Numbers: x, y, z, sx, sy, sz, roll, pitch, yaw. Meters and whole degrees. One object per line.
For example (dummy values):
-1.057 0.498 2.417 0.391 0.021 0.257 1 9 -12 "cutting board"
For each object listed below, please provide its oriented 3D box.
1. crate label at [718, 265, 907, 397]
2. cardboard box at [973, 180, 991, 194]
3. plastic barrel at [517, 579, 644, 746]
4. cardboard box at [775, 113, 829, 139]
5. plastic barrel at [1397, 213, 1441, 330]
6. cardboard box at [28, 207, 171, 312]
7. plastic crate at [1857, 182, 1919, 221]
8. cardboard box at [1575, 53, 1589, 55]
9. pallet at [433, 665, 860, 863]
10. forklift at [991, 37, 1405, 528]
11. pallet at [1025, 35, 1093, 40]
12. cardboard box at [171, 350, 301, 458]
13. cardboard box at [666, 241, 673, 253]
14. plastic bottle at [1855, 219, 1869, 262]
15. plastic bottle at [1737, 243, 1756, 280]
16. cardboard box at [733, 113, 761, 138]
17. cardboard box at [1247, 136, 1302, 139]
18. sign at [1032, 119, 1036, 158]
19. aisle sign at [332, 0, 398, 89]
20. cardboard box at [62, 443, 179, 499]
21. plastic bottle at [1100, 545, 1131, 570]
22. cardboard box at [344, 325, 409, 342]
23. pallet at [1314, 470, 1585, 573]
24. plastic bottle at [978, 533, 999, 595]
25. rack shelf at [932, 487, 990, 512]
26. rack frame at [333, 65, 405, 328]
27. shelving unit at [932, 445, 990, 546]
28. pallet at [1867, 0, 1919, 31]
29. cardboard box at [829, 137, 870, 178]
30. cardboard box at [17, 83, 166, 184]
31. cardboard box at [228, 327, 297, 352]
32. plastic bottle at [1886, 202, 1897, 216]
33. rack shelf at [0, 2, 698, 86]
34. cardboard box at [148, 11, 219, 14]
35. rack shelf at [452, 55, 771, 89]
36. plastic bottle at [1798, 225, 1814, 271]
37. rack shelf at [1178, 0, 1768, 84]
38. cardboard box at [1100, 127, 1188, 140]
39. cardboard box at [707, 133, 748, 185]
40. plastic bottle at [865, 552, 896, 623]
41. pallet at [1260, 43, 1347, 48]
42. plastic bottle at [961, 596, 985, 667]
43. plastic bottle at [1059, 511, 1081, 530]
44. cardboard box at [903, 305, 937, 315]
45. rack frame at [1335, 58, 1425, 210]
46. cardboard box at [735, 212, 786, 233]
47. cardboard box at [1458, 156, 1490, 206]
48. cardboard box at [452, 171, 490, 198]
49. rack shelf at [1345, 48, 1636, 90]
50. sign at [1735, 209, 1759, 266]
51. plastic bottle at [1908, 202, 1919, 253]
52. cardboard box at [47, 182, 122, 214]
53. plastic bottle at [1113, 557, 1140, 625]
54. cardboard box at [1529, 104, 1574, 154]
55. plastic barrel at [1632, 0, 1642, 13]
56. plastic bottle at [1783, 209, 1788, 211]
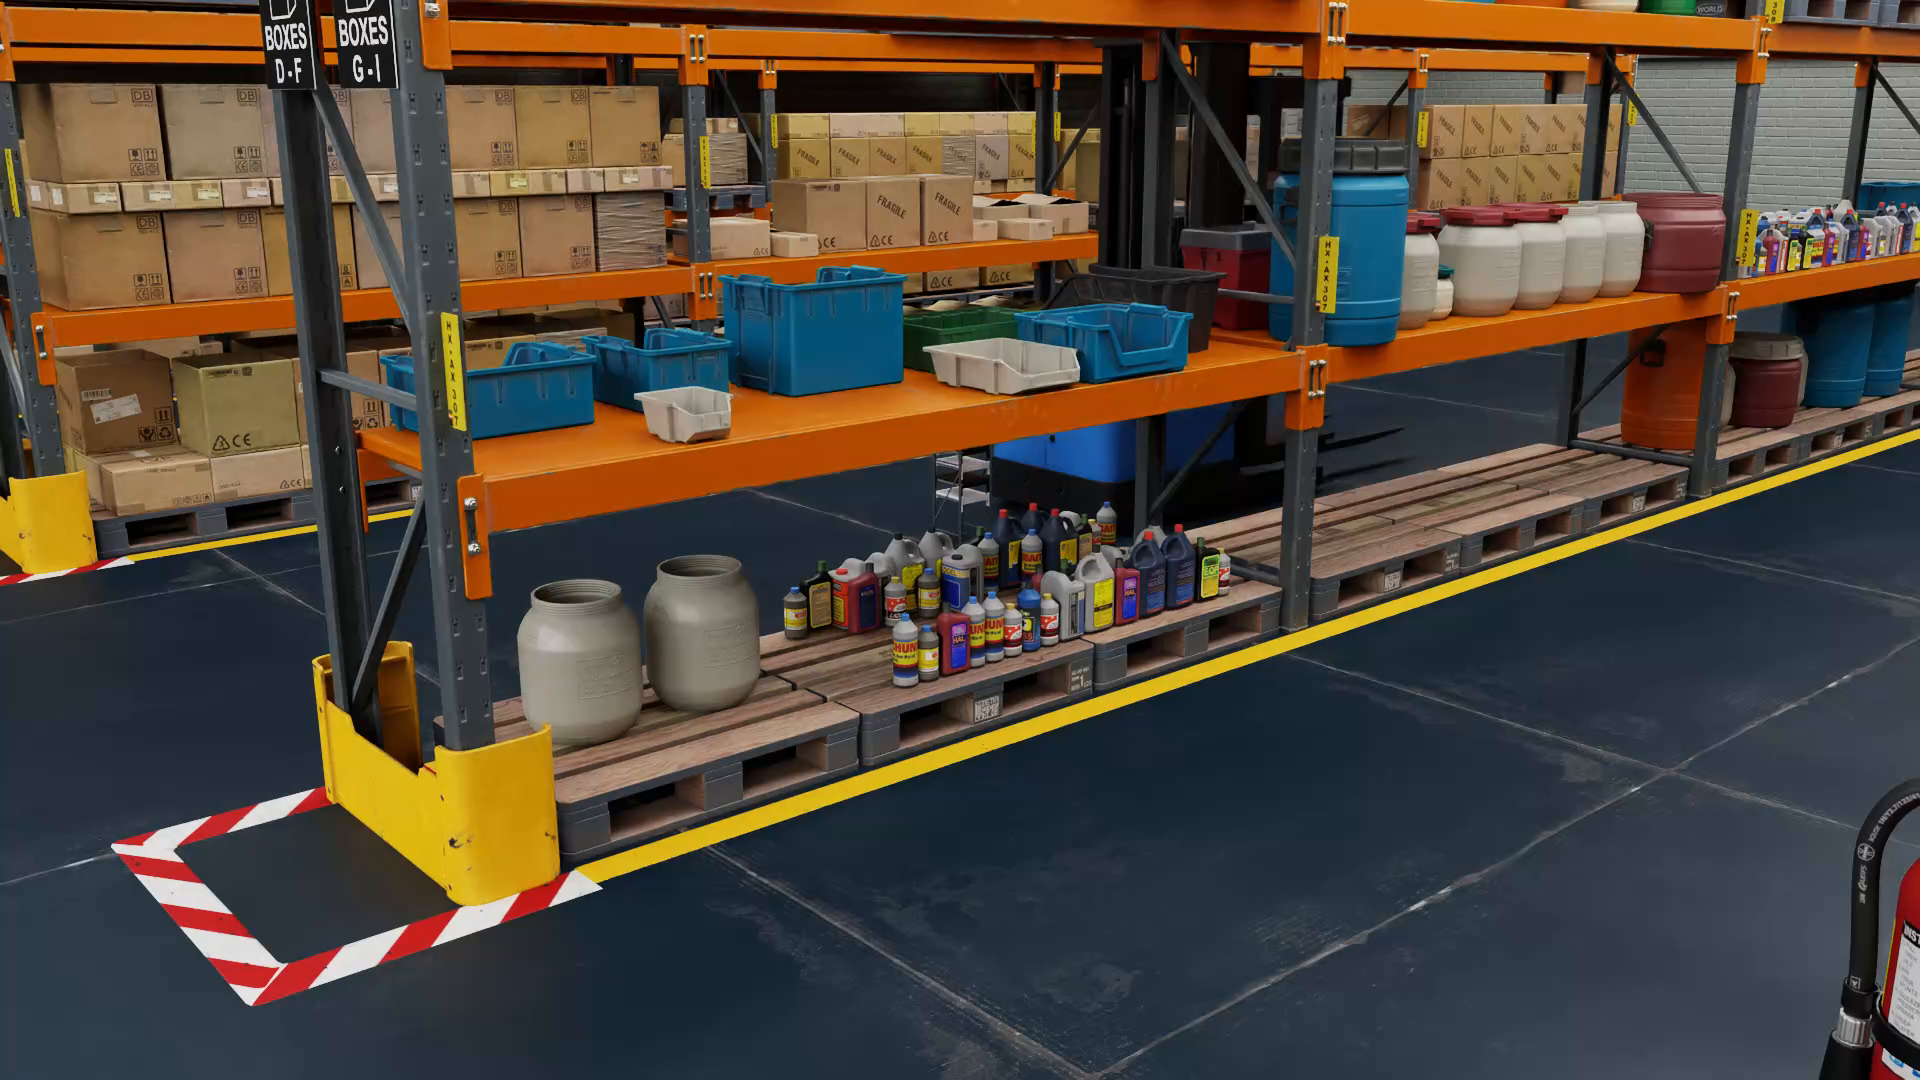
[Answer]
-0.569 -0.828 6.469 0.616 0.435 0.502 -13 19 -39 "crate label"
0.139 -4.045 19.030 0.250 0.149 0.380 -13 19 -39 "cardboard box"
-1.334 0.426 5.849 0.421 0.512 0.421 0 15 0 "plastic barrel"
-1.715 -4.326 17.371 0.500 0.250 0.500 -12 19 -38 "cardboard box"
2.103 -1.309 8.075 0.433 0.535 0.433 0 15 0 "plastic barrel"
-4.668 -1.536 8.995 0.500 0.500 0.700 -13 19 -39 "cardboard box"
7.401 -2.646 13.259 0.575 0.384 0.392 -13 19 -39 "plastic crate"
6.443 -5.278 17.674 0.500 0.250 0.500 -13 19 -39 "cardboard box"
-1.137 0.742 6.063 1.213 0.211 1.003 -13 19 -39 "pallet"
1.637 -1.775 10.214 3.031 2.935 1.130 -12 19 -39 "forklift"
0.553 -3.992 12.937 1.003 0.211 1.213 -12 19 -37 "pallet"
-4.102 -0.781 9.422 0.500 0.500 0.500 -13 19 -39 "cardboard box"
-3.228 -2.881 16.762 0.500 0.250 0.500 -12 19 -38 "cardboard box"
6.110 -2.036 11.285 0.133 0.283 0.061 -13 19 -39 "plastic bottle"
4.794 -1.752 10.238 0.135 0.276 0.152 -13 19 -39 "plastic bottle"
-2.076 -4.422 17.729 0.500 0.250 0.500 -12 19 -38 "cardboard box"
3.043 -3.530 15.645 0.500 0.500 0.700 -9 17 -31 "cardboard box"
0.643 -3.392 14.046 0.005 0.325 0.100 -13 19 -39 "sign"
-1.642 -1.633 4.514 0.004 0.787 0.394 -13 19 -39 "aisle sign"
-4.818 -0.434 9.578 0.500 0.250 0.500 -13 19 -39 "cardboard box"
0.680 0.152 7.292 0.135 0.276 0.152 -13 19 -39 "plastic bottle"
-3.697 -1.054 10.443 0.500 0.500 0.500 -13 19 -39 "cardboard box"
2.725 -0.125 9.310 1.213 0.211 1.003 -13 19 -39 "pallet"
0.127 0.102 7.491 0.097 0.271 0.097 0 15 0 "plastic bottle"
0.006 -0.230 9.194 0.200 0.077 0.258 -13 20 -39 "rack shelf"
-5.266 -3.053 14.866 0.127 3.000 1.000 -13 19 -39 "rack frame"
0.006 -0.436 9.139 0.210 0.900 0.258 -13 20 -39 "shelving unit"
5.892 -3.493 11.067 1.213 0.211 1.003 -13 19 -39 "pallet"
-1.313 -4.051 17.796 0.500 0.500 0.500 -12 19 -38 "cardboard box"
-4.628 -2.172 8.862 0.500 0.500 0.700 -13 19 -39 "cardboard box"
-6.023 -1.874 14.445 0.500 0.500 0.500 14 21 43 "cardboard box"
6.699 -2.264 12.010 0.185 0.351 0.144 -13 19 -39 "plastic bottle"
-3.520 -2.852 9.696 4.000 0.370 1.077 -13 19 -39 "rack shelf"
-6.267 -4.242 13.273 0.500 0.500 0.500 -14 20 -41 "cardboard box"
-3.757 -4.493 15.841 4.000 0.370 1.077 -13 19 -39 "rack shelf"
5.448 -1.887 10.728 0.133 0.283 0.061 -13 19 -39 "plastic bottle"
2.746 -2.565 8.620 4.000 0.370 1.077 -13 19 -39 "rack shelf"
2.286 -4.889 21.161 0.700 0.700 0.980 -14 20 -42 "cardboard box"
-2.596 -3.910 17.028 0.700 0.500 0.500 13 20 40 "cardboard box"
-0.369 0.200 7.116 0.135 0.276 0.152 -13 20 -41 "plastic bottle"
2.705 -4.530 14.947 1.003 0.211 1.213 -13 19 -39 "pallet"
0.051 0.355 6.544 0.097 0.271 0.097 0 15 0 "plastic bottle"
0.483 0.008 7.833 0.135 0.276 0.152 -12 19 -37 "plastic bottle"
-0.359 -1.704 13.244 0.500 0.311 0.500 -13 20 -41 "cardboard box"
4.024 -3.444 16.332 0.127 3.000 1.000 -13 19 -39 "rack frame"
-1.468 -2.209 11.967 0.258 0.266 0.396 -13 20 -41 "cardboard box"
4.971 -3.613 16.771 0.500 0.500 0.500 -12 19 -38 "cardboard box"
-3.035 -2.148 10.029 0.250 0.149 0.380 -12 19 -38 "cardboard box"
5.533 -4.885 17.306 4.000 0.370 1.077 -13 19 -39 "rack shelf"
4.622 -1.775 9.765 0.005 0.325 0.100 -13 19 -39 "sign"
6.794 -2.236 11.904 0.185 0.351 0.144 -13 19 -39 "plastic bottle"
-4.591 -1.798 8.717 0.250 0.149 0.380 -13 20 -40 "cardboard box"
0.701 0.209 7.066 0.133 0.283 0.061 -11 19 -36 "plastic bottle"
6.118 -4.350 17.591 0.500 0.500 0.500 -12 19 -38 "cardboard box"
3.820 -3.312 9.808 0.421 0.512 0.421 0 15 0 "plastic barrel"
6.046 -2.293 12.250 0.133 0.283 0.061 -13 19 -39 "plastic bottle"
